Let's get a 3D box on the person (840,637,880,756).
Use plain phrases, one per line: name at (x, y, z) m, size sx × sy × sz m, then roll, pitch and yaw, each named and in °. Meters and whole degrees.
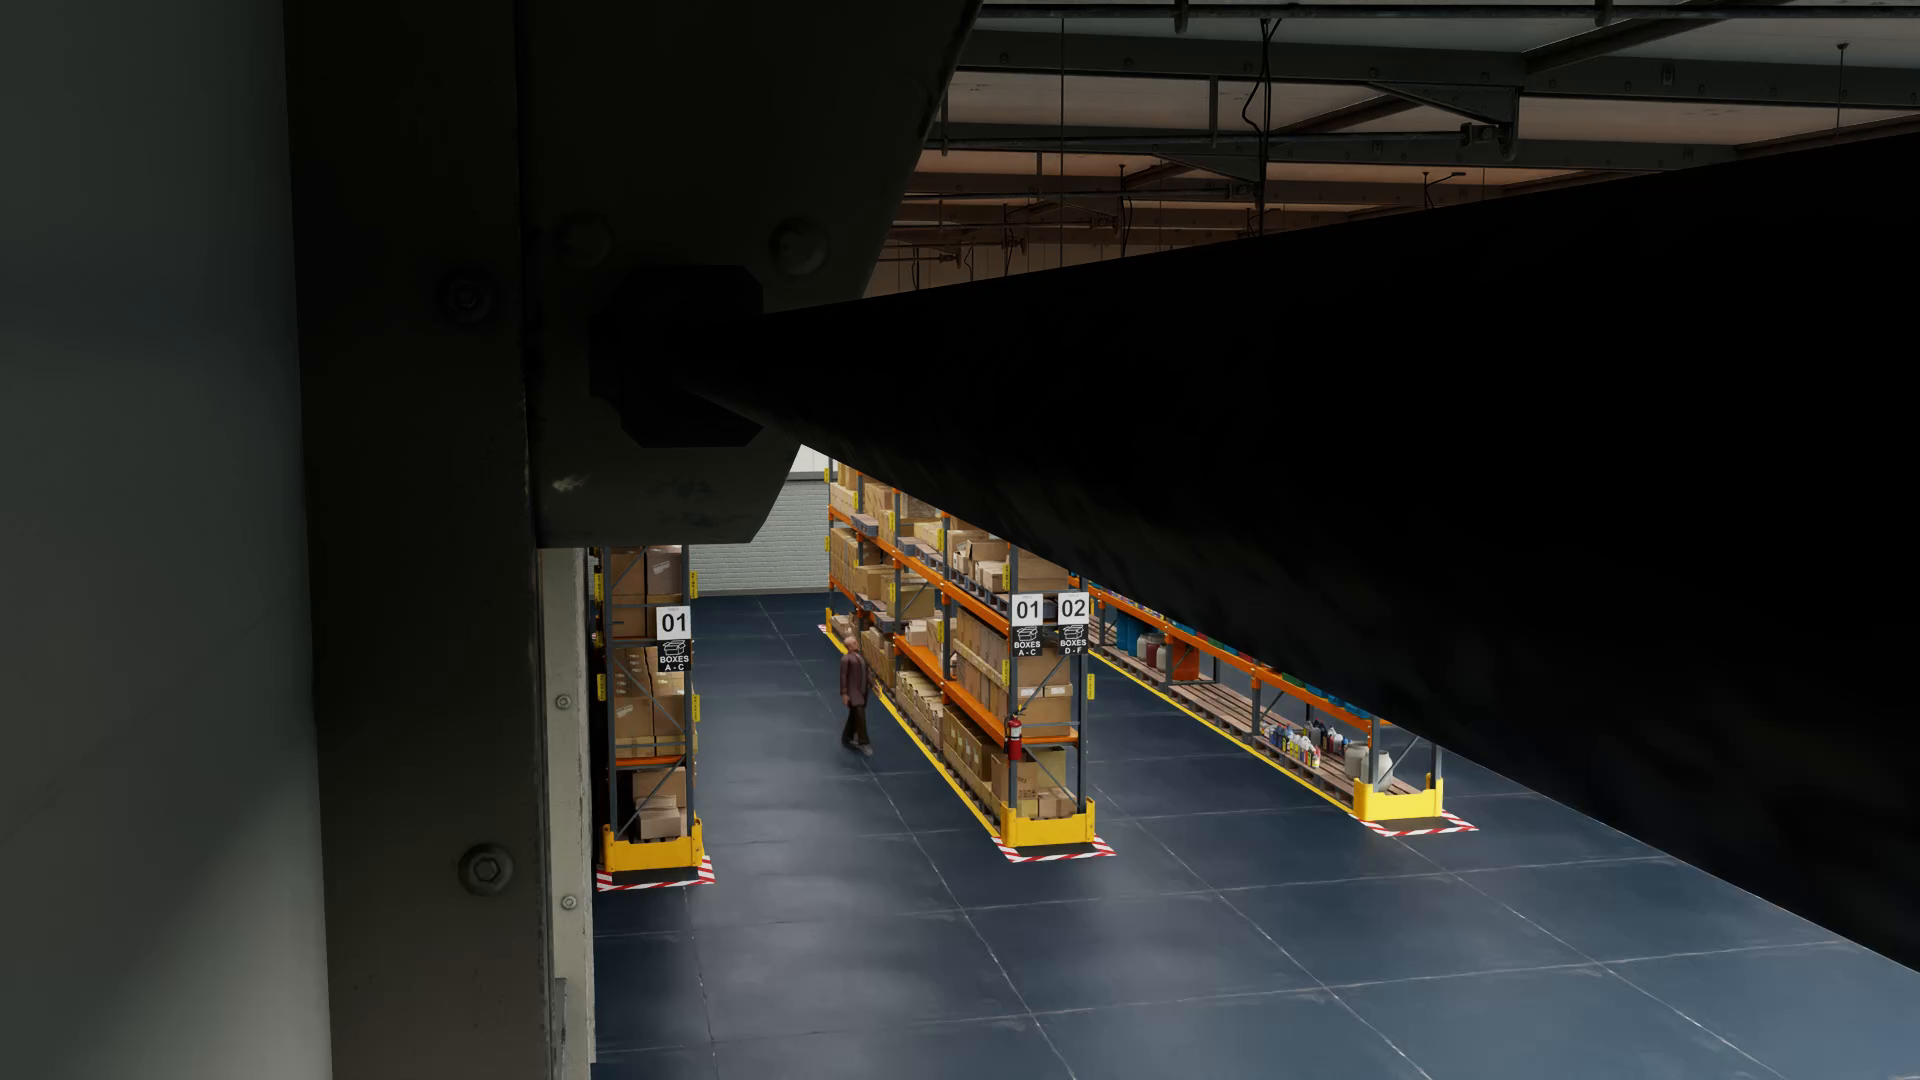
person at (-1.548, 2.400, 25.824) m, size 0.830 × 1.778 × 0.648 m, roll 5°, pitch 9°, yaw 38°
